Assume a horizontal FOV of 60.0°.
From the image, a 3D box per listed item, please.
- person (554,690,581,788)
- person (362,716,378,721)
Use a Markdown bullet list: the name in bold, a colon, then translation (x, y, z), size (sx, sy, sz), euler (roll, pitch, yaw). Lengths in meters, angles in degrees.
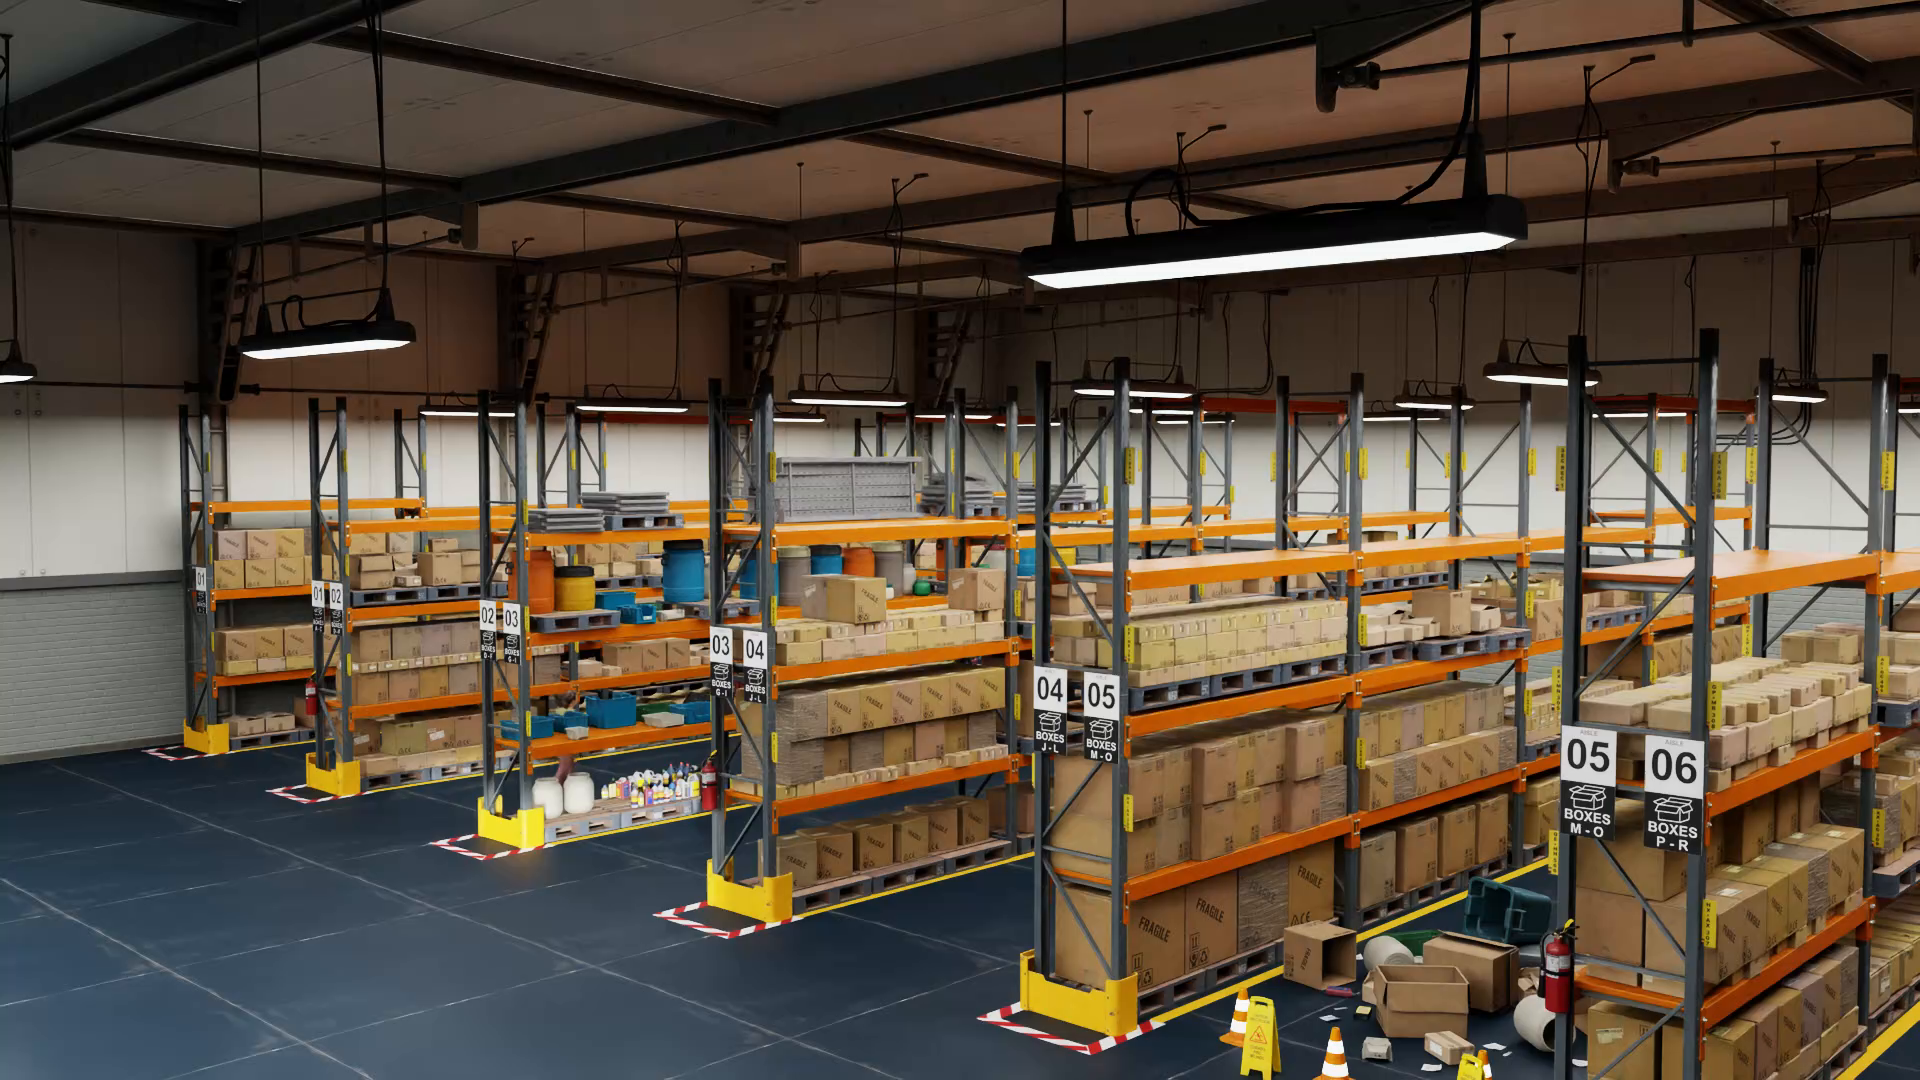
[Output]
- **person**: translation (-5.787, 3.069, 24.476), size (0.458, 1.715, 0.595), euler (2, 4, 39)
- **person**: translation (-10.332, 2.810, 28.732), size (0.457, 1.671, 0.508), euler (-2, 4, -35)
